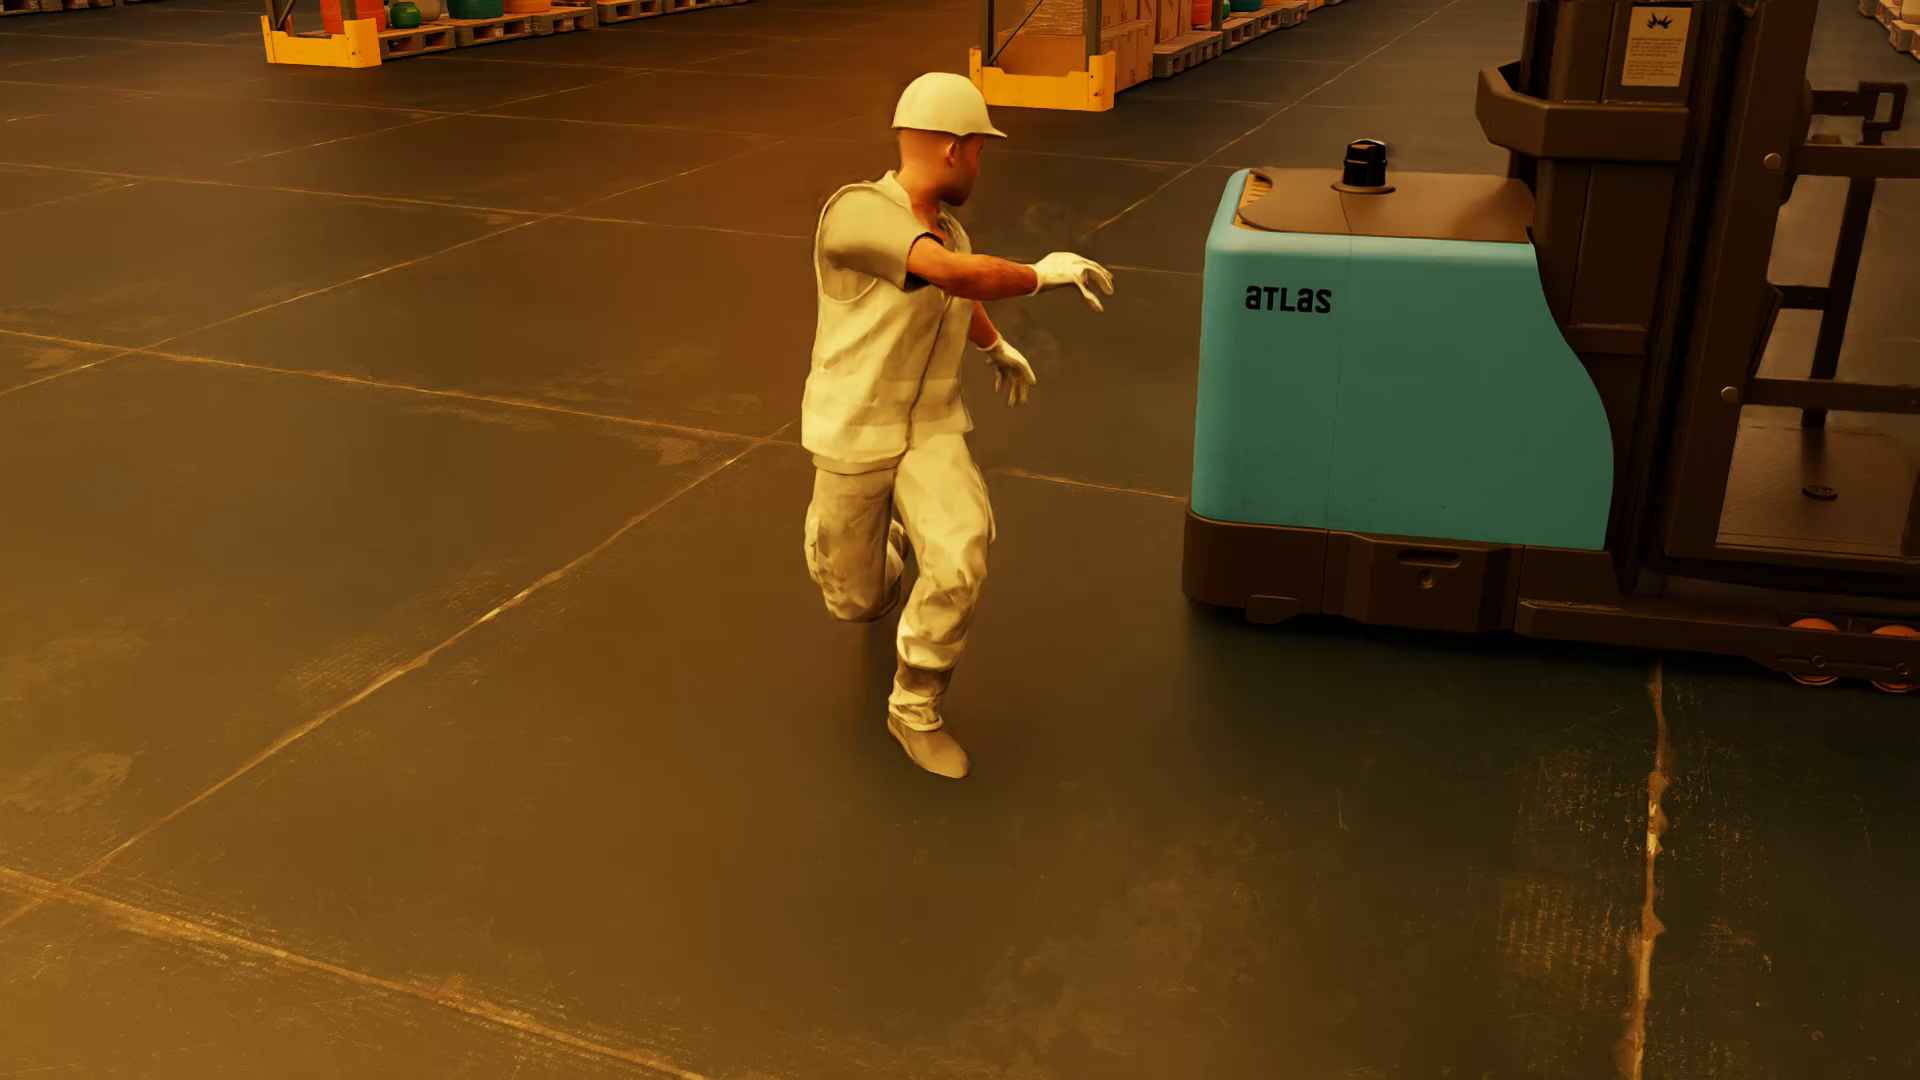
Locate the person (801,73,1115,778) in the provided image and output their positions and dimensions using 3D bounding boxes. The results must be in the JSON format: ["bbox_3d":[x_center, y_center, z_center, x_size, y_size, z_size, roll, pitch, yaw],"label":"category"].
[{"bbox_3d":[-0.032,-0.322,3.975,0.744,1.541,0.973,-9,24,-21],"label":"person"}]

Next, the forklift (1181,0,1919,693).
[{"bbox_3d":[2.182,-1.192,4.145,3.031,2.935,1.130,5,23,11],"label":"forklift"}]
